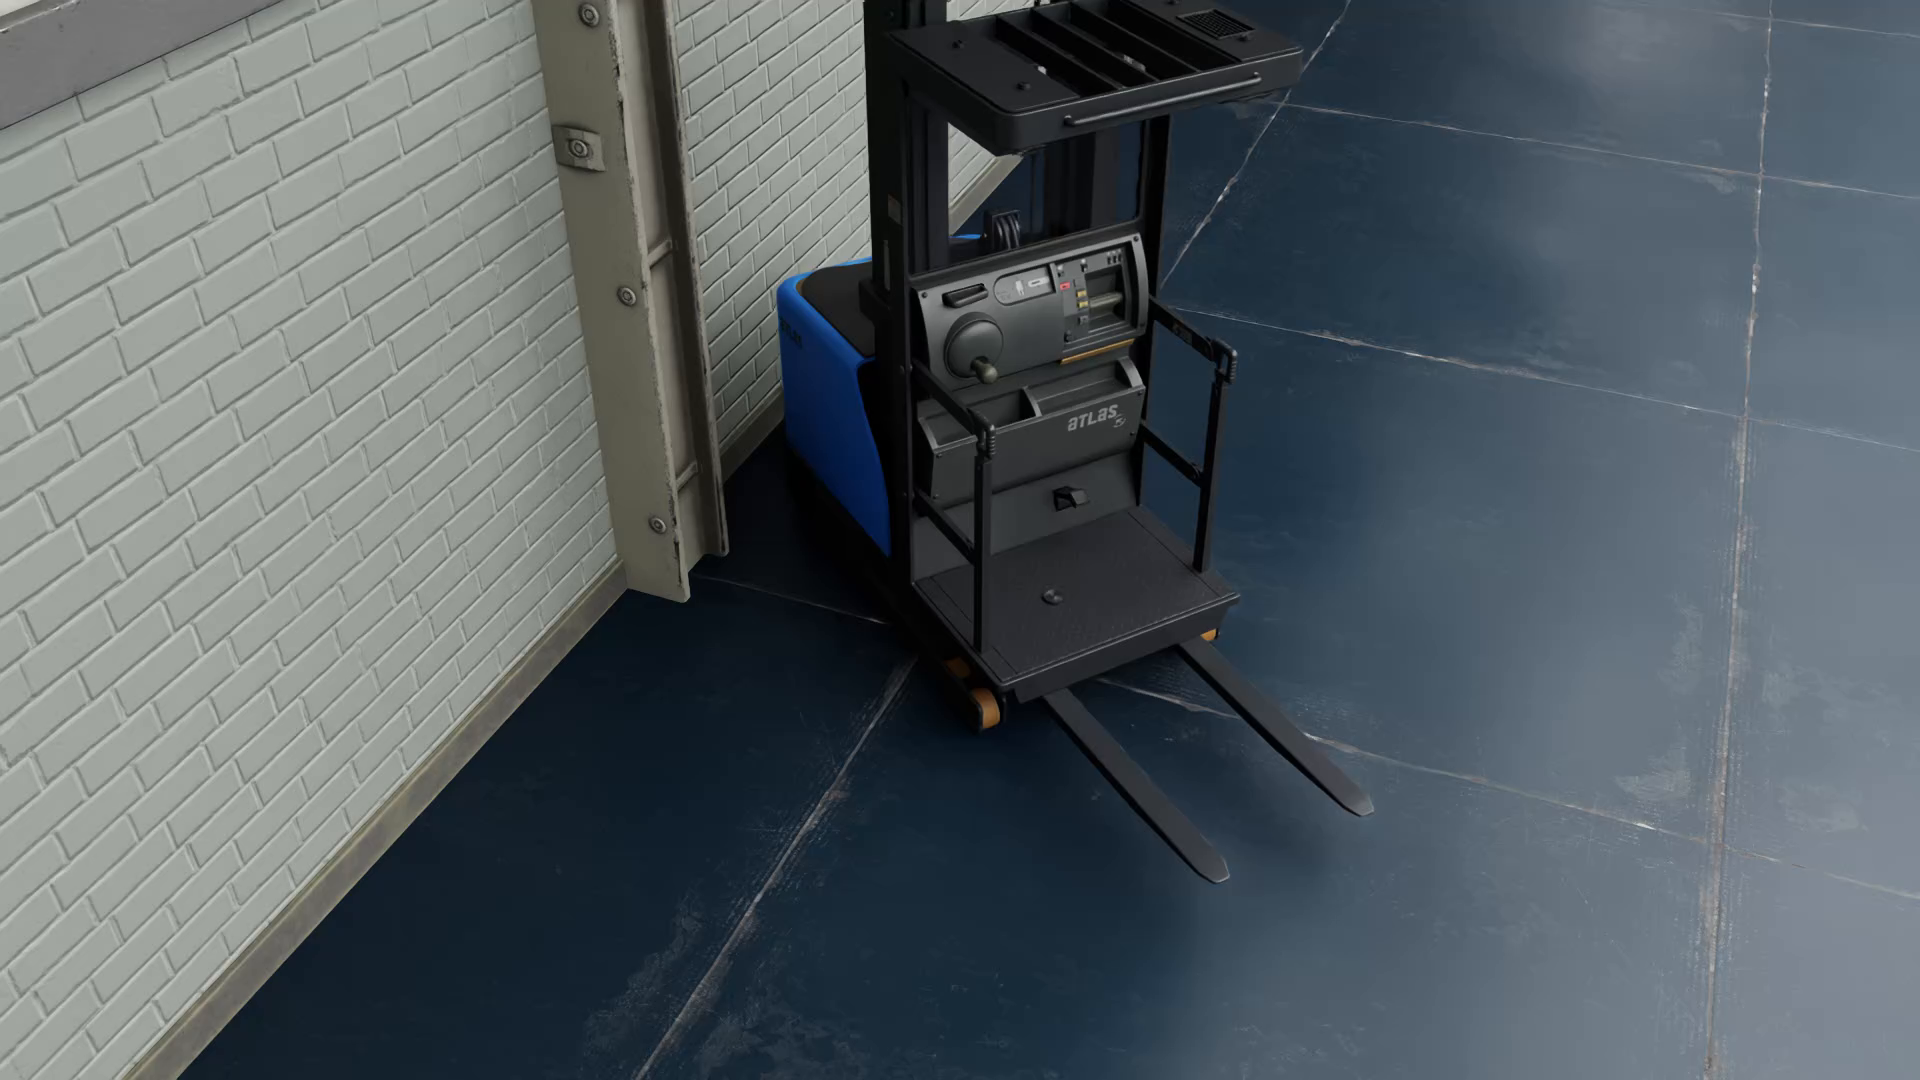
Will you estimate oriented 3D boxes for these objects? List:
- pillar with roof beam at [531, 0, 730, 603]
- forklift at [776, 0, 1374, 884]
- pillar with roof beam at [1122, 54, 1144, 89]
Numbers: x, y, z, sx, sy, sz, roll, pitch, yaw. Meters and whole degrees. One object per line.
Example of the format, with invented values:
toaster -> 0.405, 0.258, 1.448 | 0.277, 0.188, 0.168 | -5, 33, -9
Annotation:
pillar with roof beam -> 2.770, -2.506, 3.087 | 9.100, 9.000, 0.400 | 14, 39, 18
forklift -> 0.379, -0.769, 5.831 | 1.130, 2.935, 3.031 | -19, 41, -23
pillar with roof beam -> 5.053, -5.828, 7.531 | 9.100, 9.000, 0.400 | 14, 39, 18
